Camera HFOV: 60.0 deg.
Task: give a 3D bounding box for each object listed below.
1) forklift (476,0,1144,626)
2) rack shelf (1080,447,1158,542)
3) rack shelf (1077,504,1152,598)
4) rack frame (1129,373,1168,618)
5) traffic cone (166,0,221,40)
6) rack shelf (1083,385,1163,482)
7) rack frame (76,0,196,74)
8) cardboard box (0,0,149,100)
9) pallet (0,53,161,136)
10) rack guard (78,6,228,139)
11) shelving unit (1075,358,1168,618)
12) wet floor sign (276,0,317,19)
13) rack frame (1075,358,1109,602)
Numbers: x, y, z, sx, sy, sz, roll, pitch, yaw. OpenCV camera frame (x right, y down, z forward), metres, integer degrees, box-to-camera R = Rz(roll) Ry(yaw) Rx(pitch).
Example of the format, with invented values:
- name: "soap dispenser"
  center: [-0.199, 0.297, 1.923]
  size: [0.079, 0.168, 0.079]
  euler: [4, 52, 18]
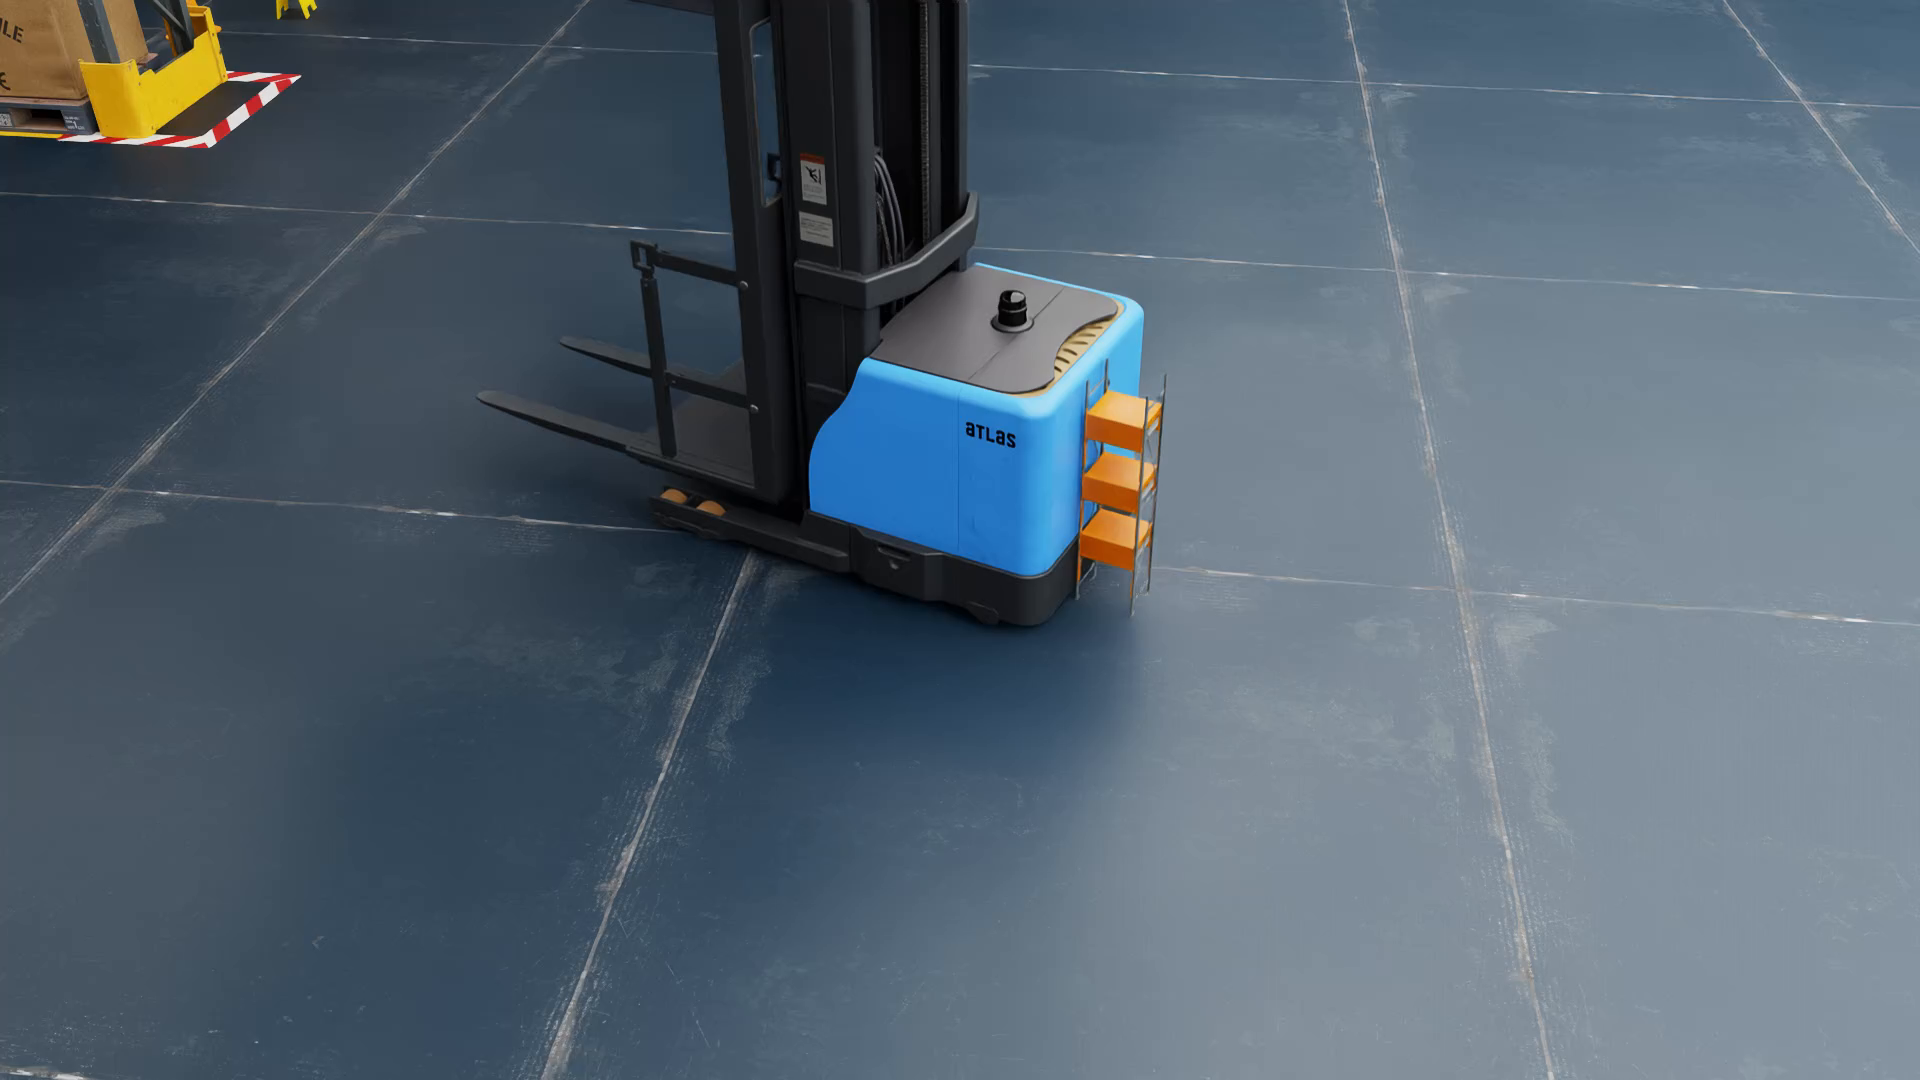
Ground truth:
- name: "forklift"
  center: [-0.783, -1.448, 6.755]
  size: [3.031, 2.935, 1.130]
  euler: [17, 39, 22]
- name: "rack shelf"
  center: [0.635, -0.183, 6.621]
  size: [0.240, 0.259, 0.215]
  euler: [17, 39, 22]
- name: "rack shelf"
  center: [0.635, 0.043, 6.782]
  size: [0.240, 0.259, 0.215]
  euler: [17, 39, 22]
- name: "rack frame"
  center: [0.743, -0.158, 6.568]
  size: [0.008, 1.050, 0.200]
  euler: [17, 39, 22]
- name: "traffic cone"
  center: [-5.822, -4.033, 12.503]
  size: [0.334, 0.463, 0.336]
  euler: [4, 36, 6]
- name: "rack shelf"
  center: [0.635, -0.414, 6.456]
  size: [0.240, 0.259, 0.215]
  euler: [17, 39, 22]
- name: "rack frame"
  center: [-5.476, -4.208, 10.564]
  size: [0.127, 3.000, 1.000]
  euler: [4, 36, 6]
- name: "cardboard box"
  center: [-6.157, -3.527, 11.077]
  size: [0.875, 0.875, 0.875]
  euler: [4, 36, 6]
- name: "pallet"
  center: [-6.279, -3.087, 11.394]
  size: [1.213, 0.211, 1.003]
  euler: [4, 36, 6]
- name: "rack guard"
  center: [-5.452, -3.189, 11.288]
  size: [0.348, 0.500, 1.175]
  euler: [4, 36, 6]
- name: "shelving unit"
  center: [0.635, -0.191, 6.614]
  size: [0.252, 1.050, 0.215]
  euler: [17, 39, 22]
- name: "wet floor sign"
  center: [-5.195, -4.389, 12.844]
  size: [0.232, 0.644, 0.267]
  euler: [-2, 36, -2]
- name: "rack frame"
  center: [0.527, -0.224, 6.661]
  size: [0.008, 1.050, 0.200]
  euler: [17, 39, 22]
